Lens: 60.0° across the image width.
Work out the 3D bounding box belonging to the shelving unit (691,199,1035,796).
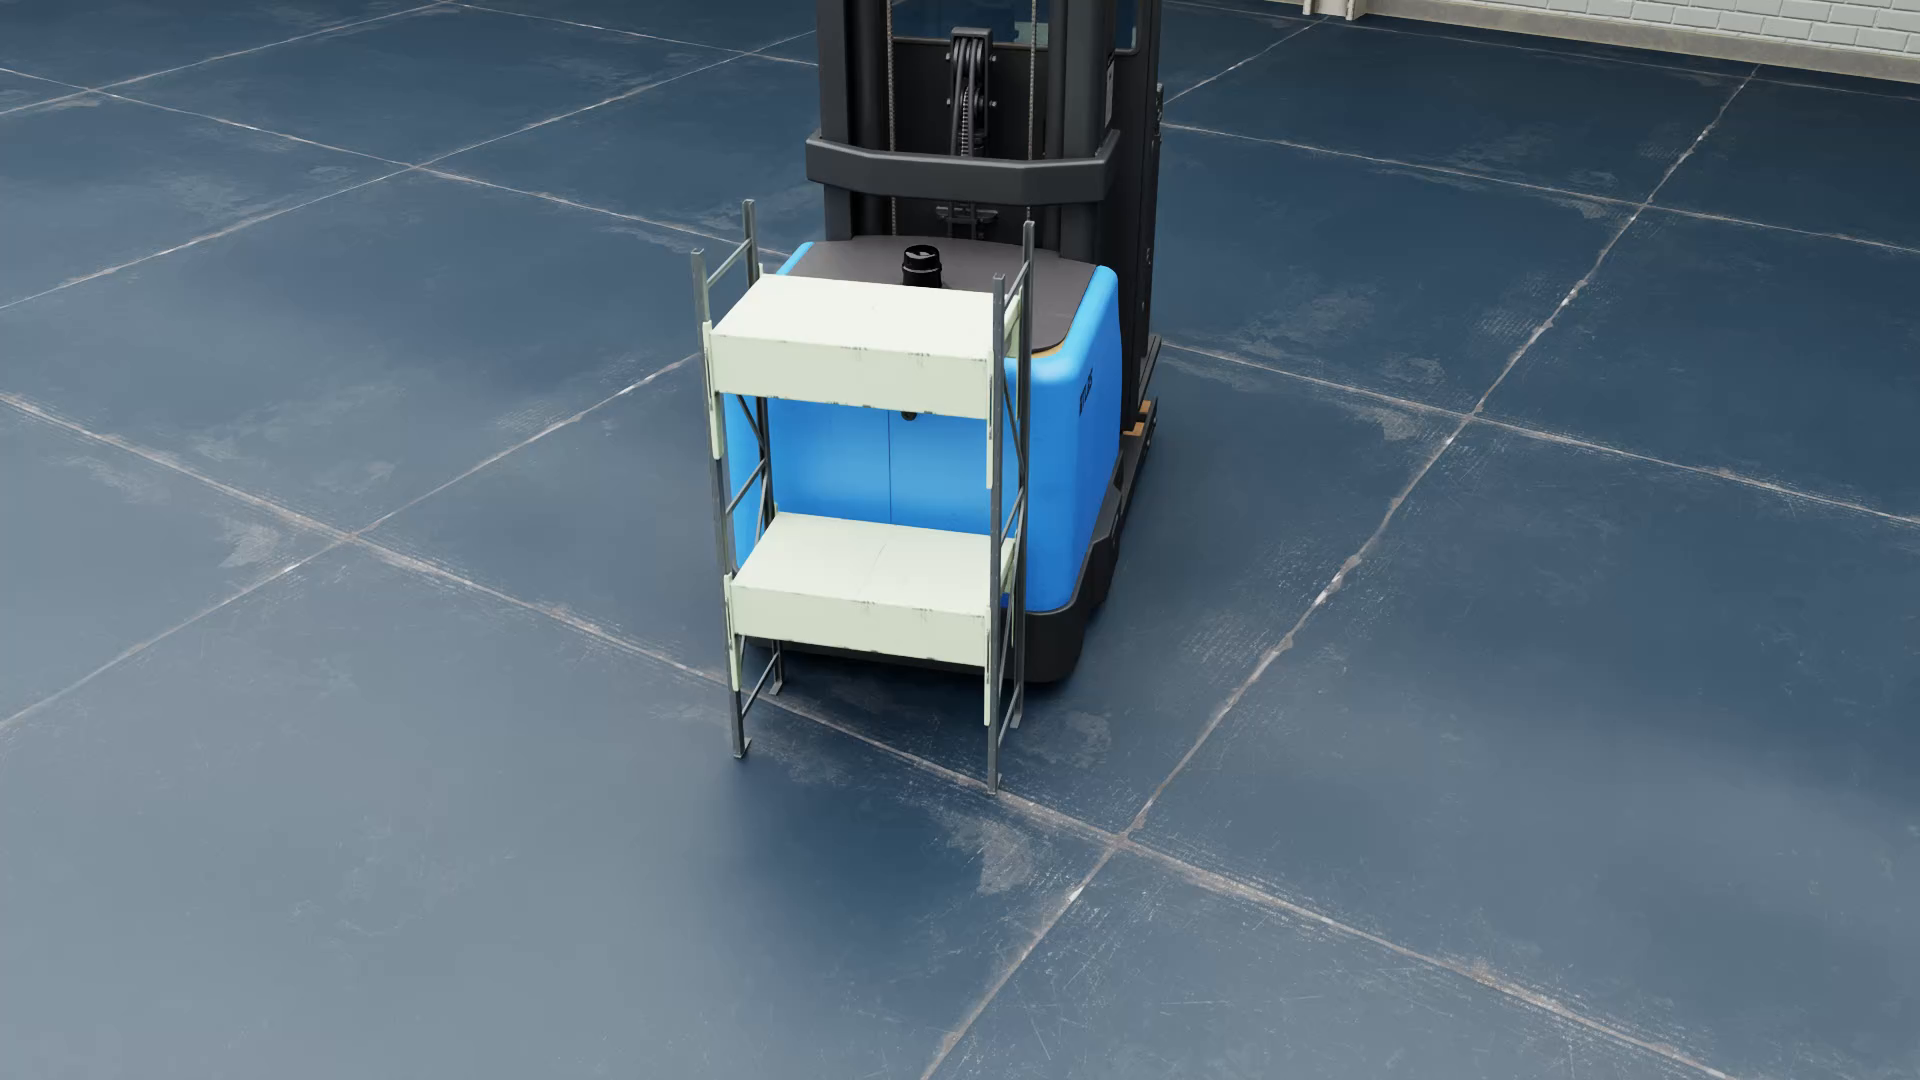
[{"bbox_3d":[-0.226,-0.088,4.412,0.755,1.500,0.431,7,31,11],"label":"shelving unit"}]

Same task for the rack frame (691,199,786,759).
[{"bbox_3d":[-0.583,-0.129,4.483,0.023,1.500,0.400,7,31,11],"label":"rack frame"}]

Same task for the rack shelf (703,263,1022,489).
[{"bbox_3d":[-0.226,-0.425,4.215,0.720,0.370,0.431,7,31,11],"label":"rack shelf"}]

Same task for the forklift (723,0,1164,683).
[{"bbox_3d":[0.141,-1.576,5.542,1.130,2.935,3.031,7,31,11],"label":"forklift"}]

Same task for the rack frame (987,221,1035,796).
[{"bbox_3d":[0.130,-0.046,4.341,0.023,1.500,0.400,7,31,11],"label":"rack frame"}]

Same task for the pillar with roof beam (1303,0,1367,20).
[{"bbox_3d":[0.548,-6.038,7.170,0.400,9.000,9.100,18,35,27],"label":"pillar with roof beam"}]

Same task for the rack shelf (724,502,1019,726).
[{"bbox_3d":[-0.226,0.194,4.576,0.720,0.370,0.431,7,31,11],"label":"rack shelf"}]
